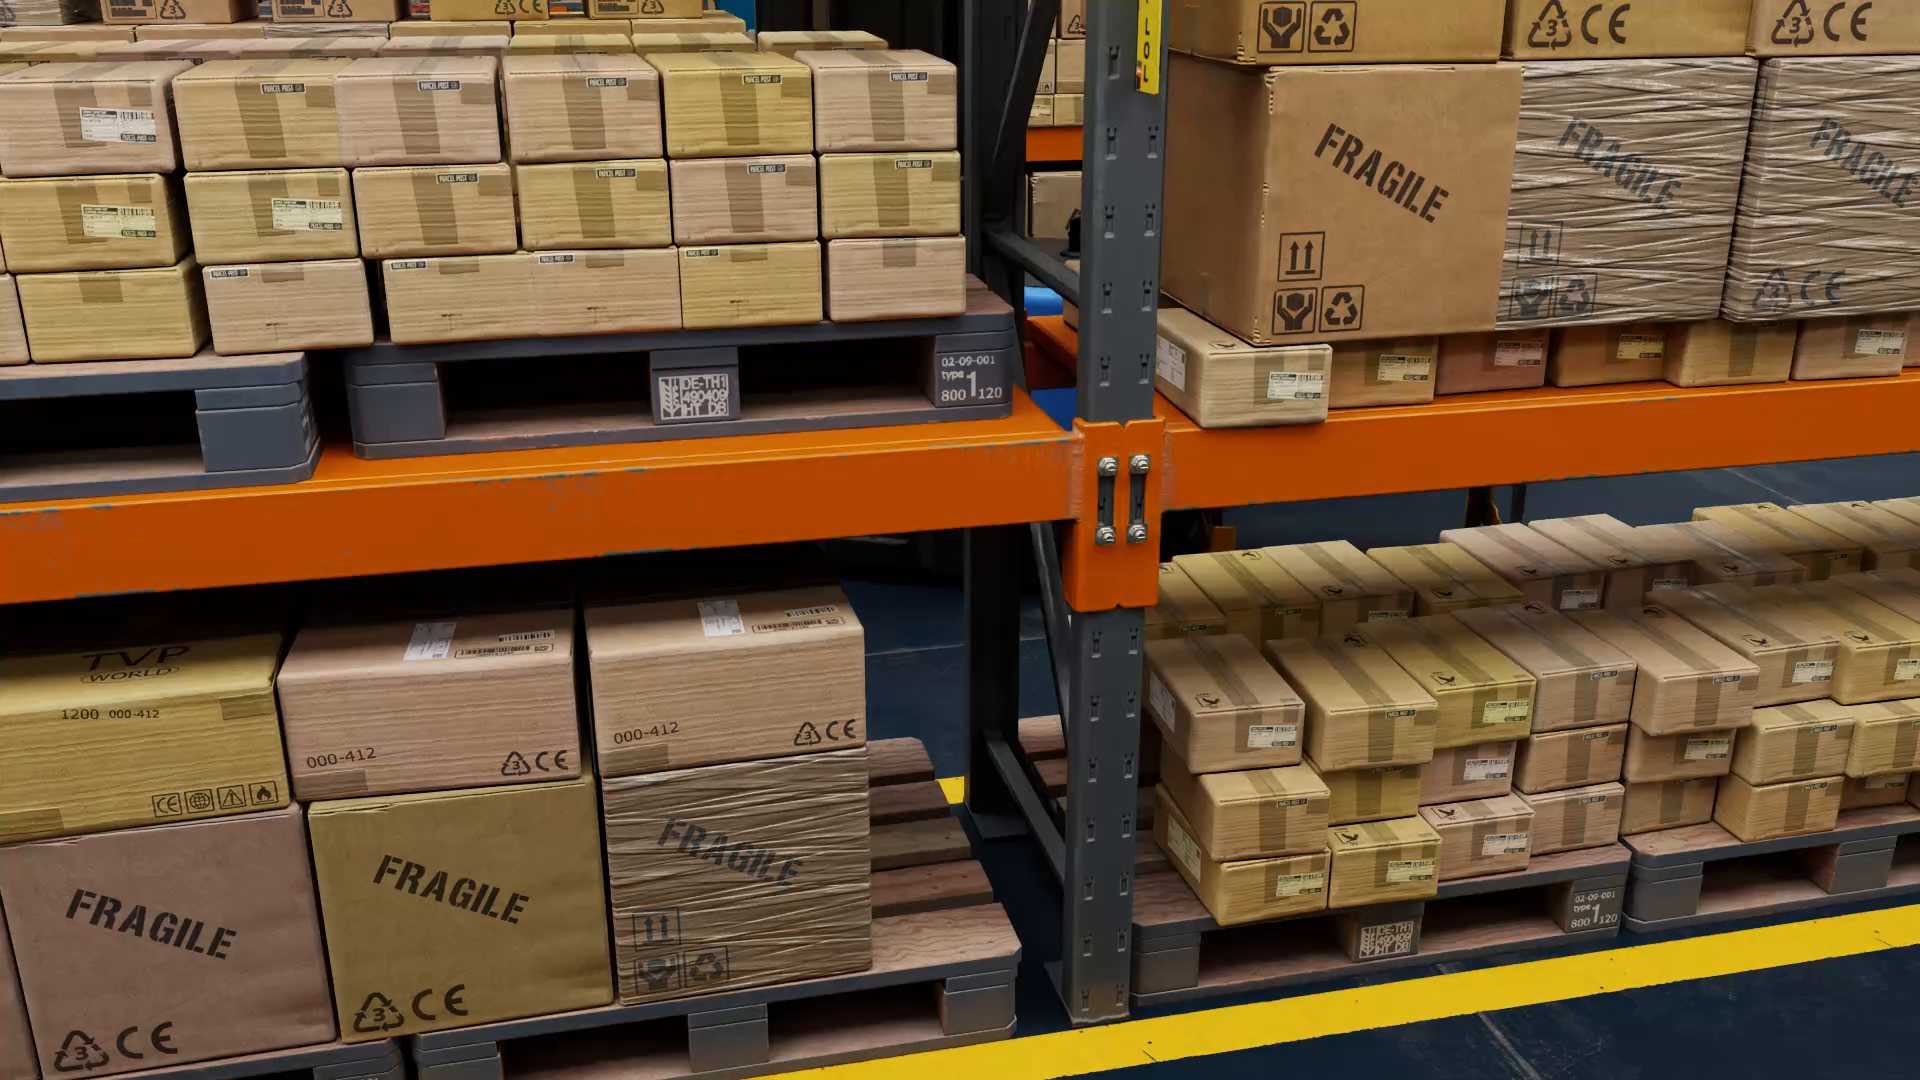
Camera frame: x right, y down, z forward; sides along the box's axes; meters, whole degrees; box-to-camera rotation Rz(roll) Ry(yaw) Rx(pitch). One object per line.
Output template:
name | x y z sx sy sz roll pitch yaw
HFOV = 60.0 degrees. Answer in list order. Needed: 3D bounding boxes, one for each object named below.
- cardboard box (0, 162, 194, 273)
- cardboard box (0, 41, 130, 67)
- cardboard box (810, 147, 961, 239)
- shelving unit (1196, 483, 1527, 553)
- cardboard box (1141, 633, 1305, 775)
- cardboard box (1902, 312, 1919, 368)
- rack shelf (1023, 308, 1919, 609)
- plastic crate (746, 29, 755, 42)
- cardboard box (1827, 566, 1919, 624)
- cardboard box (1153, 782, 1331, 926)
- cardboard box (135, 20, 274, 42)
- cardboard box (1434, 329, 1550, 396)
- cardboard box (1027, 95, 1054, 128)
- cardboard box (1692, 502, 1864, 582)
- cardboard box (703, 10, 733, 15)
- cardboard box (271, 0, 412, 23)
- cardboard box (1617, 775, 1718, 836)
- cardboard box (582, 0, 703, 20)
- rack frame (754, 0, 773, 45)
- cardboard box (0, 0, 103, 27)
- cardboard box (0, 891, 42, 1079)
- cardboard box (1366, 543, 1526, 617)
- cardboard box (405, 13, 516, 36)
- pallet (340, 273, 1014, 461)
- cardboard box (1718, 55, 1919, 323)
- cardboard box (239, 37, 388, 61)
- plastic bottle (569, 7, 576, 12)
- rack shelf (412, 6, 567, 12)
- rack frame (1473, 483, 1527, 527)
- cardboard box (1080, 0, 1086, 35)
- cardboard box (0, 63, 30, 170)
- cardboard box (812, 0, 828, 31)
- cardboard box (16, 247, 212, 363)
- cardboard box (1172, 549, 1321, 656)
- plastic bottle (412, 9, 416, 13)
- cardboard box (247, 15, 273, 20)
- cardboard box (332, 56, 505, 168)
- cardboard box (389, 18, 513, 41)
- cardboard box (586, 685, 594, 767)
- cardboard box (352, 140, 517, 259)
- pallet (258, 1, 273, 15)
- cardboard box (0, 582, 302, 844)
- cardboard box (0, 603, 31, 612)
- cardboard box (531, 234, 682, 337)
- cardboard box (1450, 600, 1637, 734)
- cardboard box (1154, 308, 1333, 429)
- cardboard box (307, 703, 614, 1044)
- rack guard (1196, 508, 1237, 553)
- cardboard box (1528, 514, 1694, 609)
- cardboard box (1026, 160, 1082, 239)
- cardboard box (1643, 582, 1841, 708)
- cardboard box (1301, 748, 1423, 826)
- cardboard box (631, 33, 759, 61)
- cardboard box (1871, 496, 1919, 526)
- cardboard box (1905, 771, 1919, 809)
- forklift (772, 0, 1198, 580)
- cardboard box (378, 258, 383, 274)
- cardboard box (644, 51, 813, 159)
cardboard box | -1.440 -0.566 2.822 0.250 0.149 0.380 -5 21 -12
cardboard box | -1.825 -0.907 3.319 0.250 0.149 0.380 -4 20 -11
cardboard box | -0.158 -0.672 3.110 0.250 0.149 0.380 -4 20 -11
shelving unit | 1.422 -0.603 5.781 1.083 1.500 0.587 1 20 3
cardboard box | 0.567 0.354 3.658 0.250 0.149 0.380 -4 20 -10
cardboard box | 2.056 -0.503 3.692 0.250 0.149 0.380 -4 20 -10
rack shelf | 2.130 -0.371 4.013 4.000 0.370 1.077 -5 21 -12
plastic crate | -1.513 -3.770 12.542 0.243 0.136 0.396 -5 21 -12
cardboard box | 2.342 0.208 4.055 0.250 0.149 0.380 -5 21 -14
cardboard box | 0.612 0.670 3.660 0.250 0.149 0.380 -6 21 -15
cardboard box | -3.217 -1.980 7.213 0.500 0.500 0.500 -5 21 -13
cardboard box | 1.017 -0.430 3.492 0.250 0.149 0.380 -6 21 -15
cardboard box | 0.273 -2.076 7.987 0.250 0.149 0.380 -5 21 -14
cardboard box | 2.213 0.033 4.532 0.250 0.149 0.380 -4 21 -12
cardboard box | -1.364 -2.313 8.123 0.500 0.500 0.500 -5 21 -12
cardboard box | -2.750 -2.579 7.389 0.637 0.503 0.797 -4 20 -11
cardboard box | 1.591 0.542 4.009 0.250 0.149 0.380 -6 21 -15
cardboard box | -1.479 -2.684 7.676 0.637 0.503 0.797 -5 21 -14
rack frame | -0.859 -2.219 8.011 0.127 3.000 1.000 -5 21 -12
cardboard box | -4.036 -2.473 7.100 0.637 0.503 0.797 -4 20 -11
cardboard box | -1.975 0.689 3.097 0.500 0.500 0.500 -5 21 -14
cardboard box | 1.221 0.146 4.224 0.250 0.149 0.380 -4 20 -11
cardboard box | -2.340 -2.234 7.906 0.500 0.500 0.500 -5 21 -14
pallet | -0.593 -0.449 3.458 1.213 0.211 1.003 -5 21 -12
cardboard box | 1.702 -0.762 3.455 0.500 0.500 0.500 -5 21 -14
cardboard box | -1.317 -0.949 3.434 0.250 0.149 0.380 -5 21 -13
plastic bottle | -2.851 -3.720 12.180 0.185 0.351 0.144 -5 21 -12
rack shelf | -6.225 -6.697 21.282 4.000 0.370 1.077 -5 21 -12
rack frame | 1.920 -0.594 5.755 0.032 1.500 0.500 1 20 3
cardboard box | 0.579 -1.335 3.565 0.500 0.500 0.500 -5 21 -14
cardboard box | -1.692 -0.687 2.720 0.250 0.149 0.380 -5 21 -13
cardboard box | -0.473 -2.766 8.200 0.500 0.500 0.500 -4 21 -11
cardboard box | -1.424 -0.428 2.877 0.250 0.149 0.380 -4 20 -10
cardboard box | 0.710 0.163 4.179 0.250 0.149 0.380 -4 21 -12
plastic bottle | -3.890 -3.584 11.810 0.185 0.351 0.144 -5 21 -12
cardboard box | -3.337 -2.151 7.680 0.500 0.500 0.500 -5 21 -14
cardboard box | -0.930 -0.750 2.891 0.250 0.149 0.380 -5 21 -13
cardboard box | -2.241 -2.057 7.423 0.500 0.500 0.500 -5 21 -13
cardboard box | -1.110 0.438 3.781 0.500 0.500 0.500 -4 20 -10
cardboard box | -0.921 -0.609 2.938 0.250 0.149 0.380 -5 21 -14
pallet | -6.384 -5.206 16.443 1.003 0.211 1.213 -5 21 -12
cardboard box | -1.497 0.300 3.068 0.500 0.250 0.500 -6 21 -15
cardboard box | -2.116 0.170 3.423 0.500 0.250 0.500 -4 21 -11
cardboard box | -0.652 -0.492 3.052 0.250 0.149 0.380 -5 21 -13
cardboard box | 1.332 0.287 3.840 0.250 0.149 0.380 -5 21 -14
cardboard box | 0.535 -0.346 3.262 0.250 0.149 0.380 -4 20 -10
cardboard box | -0.977 0.609 3.314 0.500 0.500 0.500 -5 21 -14
rack guard | 0.925 -0.026 6.021 0.087 0.250 0.587 1 20 3
cardboard box | 1.723 0.068 4.436 0.250 0.149 0.380 -5 21 -14
cardboard box | 0.678 -1.515 8.568 0.875 0.875 0.875 -5 21 -12
cardboard box | 1.845 0.245 3.955 0.250 0.149 0.380 -6 21 -15
cardboard box | 0.836 0.479 3.746 0.250 0.149 0.380 -5 21 -12
cardboard box | -0.575 -1.008 3.595 0.250 0.149 0.380 -4 21 -11
cardboard box | 2.751 0.009 4.598 0.250 0.149 0.380 -6 21 -15
cardboard box | 2.367 0.512 4.090 0.250 0.149 0.380 -4 21 -11
forklift | -0.625 -1.459 6.037 3.031 2.935 1.130 6 21 17
cardboard box | -1.310 -0.671 3.539 0.250 0.149 0.380 -6 21 -15
cardboard box | -0.423 -0.791 3.002 0.250 0.149 0.380 -5 21 -14
